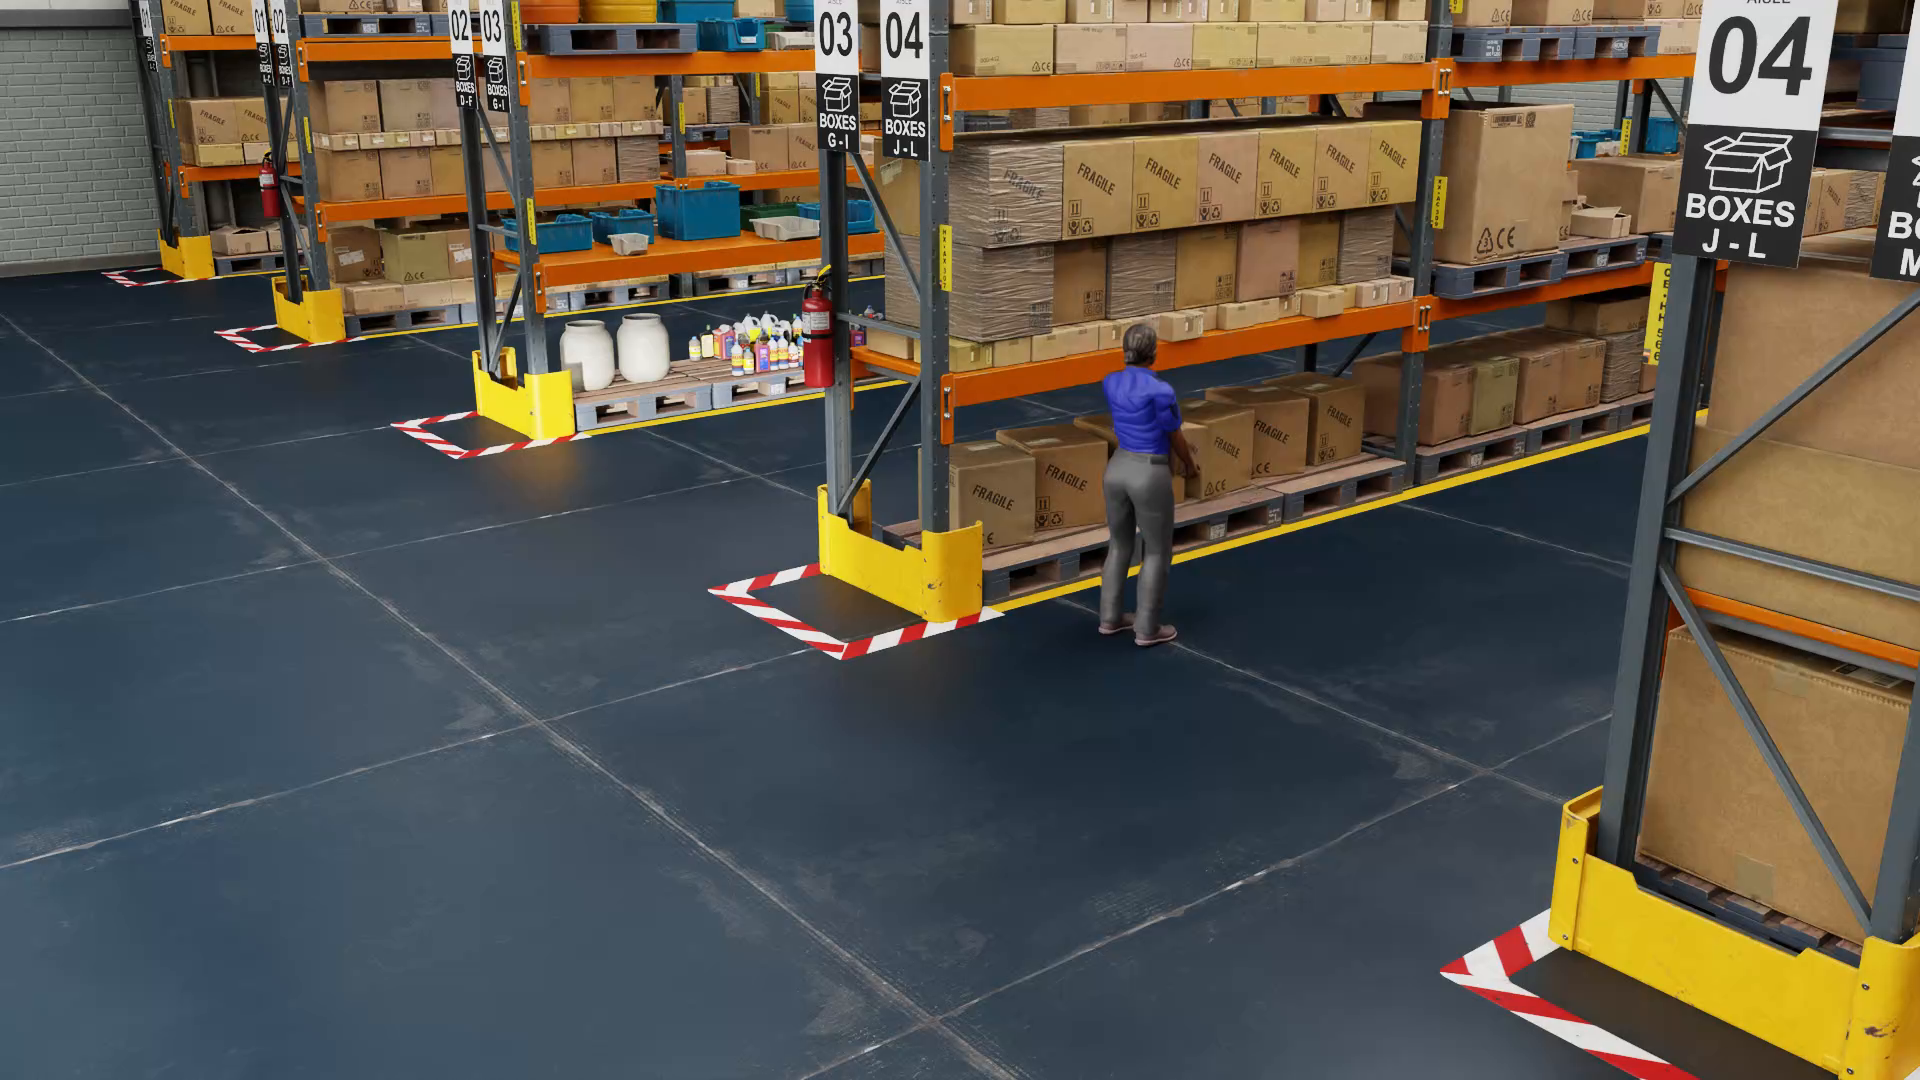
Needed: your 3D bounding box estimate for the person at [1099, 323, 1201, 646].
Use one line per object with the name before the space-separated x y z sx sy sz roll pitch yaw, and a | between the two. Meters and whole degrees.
person | 0.970 -0.302 8.516 0.435 1.656 0.502 16 24 40
